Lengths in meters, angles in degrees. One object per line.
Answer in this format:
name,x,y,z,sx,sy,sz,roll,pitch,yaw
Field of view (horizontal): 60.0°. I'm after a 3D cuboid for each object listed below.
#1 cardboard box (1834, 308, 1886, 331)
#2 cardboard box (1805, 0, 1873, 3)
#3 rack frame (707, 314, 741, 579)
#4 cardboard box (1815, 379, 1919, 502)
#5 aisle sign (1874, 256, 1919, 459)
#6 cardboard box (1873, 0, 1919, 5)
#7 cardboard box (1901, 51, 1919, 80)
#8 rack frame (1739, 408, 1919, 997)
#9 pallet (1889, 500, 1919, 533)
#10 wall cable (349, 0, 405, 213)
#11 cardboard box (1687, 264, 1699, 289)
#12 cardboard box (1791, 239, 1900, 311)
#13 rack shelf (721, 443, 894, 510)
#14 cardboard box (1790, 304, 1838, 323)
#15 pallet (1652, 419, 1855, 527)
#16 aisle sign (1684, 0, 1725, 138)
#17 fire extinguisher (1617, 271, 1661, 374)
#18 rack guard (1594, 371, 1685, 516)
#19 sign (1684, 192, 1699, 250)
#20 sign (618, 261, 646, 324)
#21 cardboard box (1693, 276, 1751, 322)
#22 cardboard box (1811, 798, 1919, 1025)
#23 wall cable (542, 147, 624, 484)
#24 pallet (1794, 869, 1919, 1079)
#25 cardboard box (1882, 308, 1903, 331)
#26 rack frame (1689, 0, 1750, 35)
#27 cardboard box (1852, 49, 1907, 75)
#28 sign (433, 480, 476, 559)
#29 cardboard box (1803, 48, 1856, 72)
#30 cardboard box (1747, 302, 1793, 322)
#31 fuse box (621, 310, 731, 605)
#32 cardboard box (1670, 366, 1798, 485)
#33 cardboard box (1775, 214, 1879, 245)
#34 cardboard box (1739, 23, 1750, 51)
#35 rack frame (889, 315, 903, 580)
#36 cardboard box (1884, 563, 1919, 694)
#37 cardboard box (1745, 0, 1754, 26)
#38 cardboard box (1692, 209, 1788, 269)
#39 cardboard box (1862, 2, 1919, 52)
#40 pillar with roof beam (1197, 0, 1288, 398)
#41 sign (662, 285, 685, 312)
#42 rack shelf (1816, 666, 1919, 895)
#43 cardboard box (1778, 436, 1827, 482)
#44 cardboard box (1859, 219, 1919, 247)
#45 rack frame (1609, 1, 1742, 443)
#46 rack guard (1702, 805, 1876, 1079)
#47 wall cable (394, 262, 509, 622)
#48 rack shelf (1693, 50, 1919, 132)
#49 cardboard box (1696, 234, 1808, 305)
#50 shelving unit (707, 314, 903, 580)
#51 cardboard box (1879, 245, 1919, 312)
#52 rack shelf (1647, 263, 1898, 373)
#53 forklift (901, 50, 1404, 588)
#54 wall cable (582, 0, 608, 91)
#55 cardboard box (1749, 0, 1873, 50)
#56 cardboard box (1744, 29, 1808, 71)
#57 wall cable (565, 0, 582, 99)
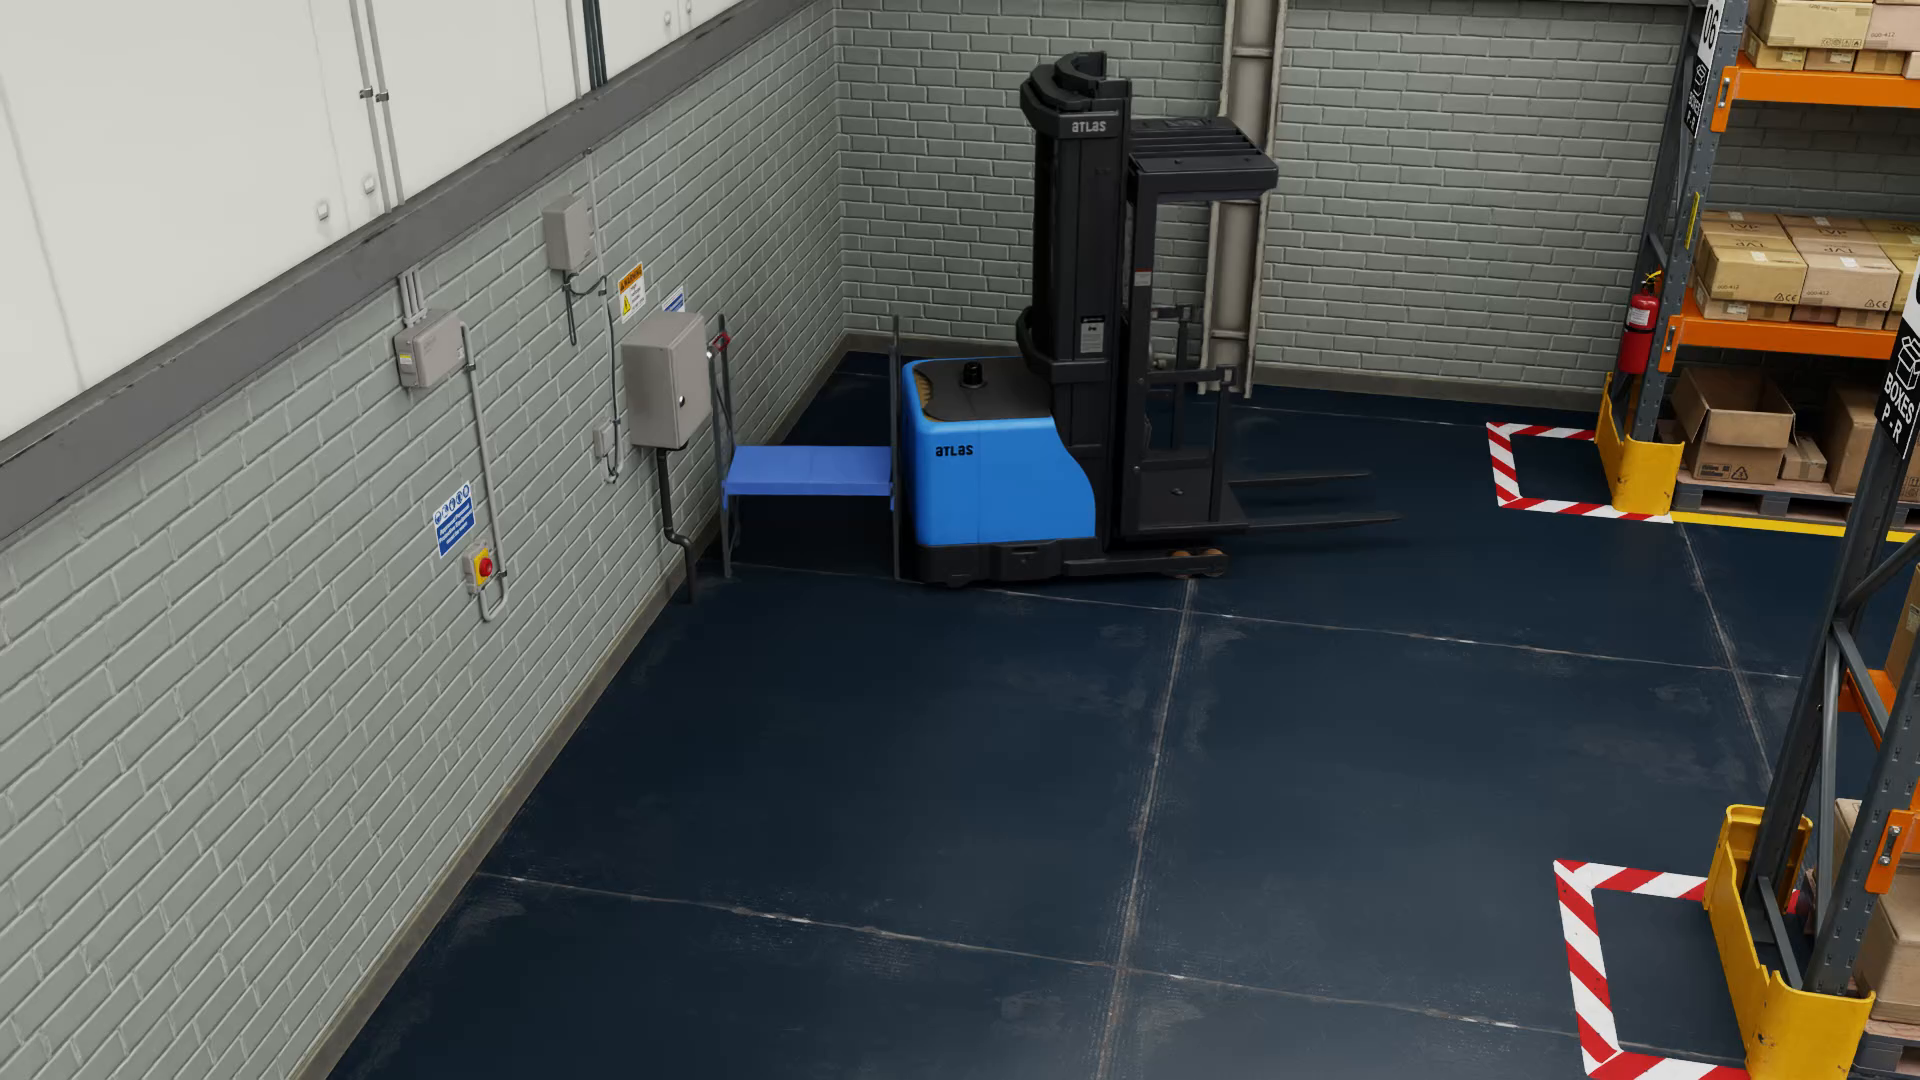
cardboard box,5.464,-1.425,10.153,0.250,0.149,0.380,7,29,12
cardboard box,4.825,-3.202,9.340,0.500,0.250,0.500,6,29,10
rack frame,-1.392,-0.543,9.842,0.032,1.500,0.500,0,29,1
cardboard box,5.849,-0.643,10.628,0.500,0.500,0.700,7,29,13
aisle sign,3.405,-0.726,5.908,0.004,0.787,0.394,6,29,11
cardboard box,5.318,-3.142,9.230,0.500,0.250,0.500,6,29,10
cardboard box,5.438,-2.708,9.373,0.250,0.149,0.380,6,29,12
rack frame,3.410,0.567,6.253,0.127,3.000,1.000,6,29,11
pallet,6.487,-0.331,10.797,1.213,0.211,1.003,6,29,11
wall cable,-2.211,-2.503,5.613,0.029,3.000,0.463,6,29,11
cardboard box,4.823,-1.747,10.742,0.250,0.149,0.380,6,29,10
cardboard box,5.324,-1.607,10.070,0.500,0.250,0.500,6,29,11
rack shelf,-0.883,-0.381,9.921,1.000,0.185,0.538,0,29,1
cardboard box,5.230,-1.479,10.252,0.250,0.149,0.380,5,29,10
pallet,5.297,-0.454,11.023,1.213,0.211,1.003,6,29,11
aisle sign,4.315,-2.774,9.648,0.004,0.787,0.394,6,29,11
fire extinguisher,4.203,-1.365,10.251,0.183,0.674,0.296,6,29,11
rack guard,4.517,-0.661,11.098,0.348,0.500,1.175,6,29,11
sign,4.330,-1.890,9.839,0.005,0.325,0.100,6,29,11
sign,-1.742,-1.317,8.834,0.001,0.242,0.339,6,29,11
cardboard box,4.707,-1.493,10.277,0.250,0.149,0.380,6,29,10
cardboard box,4.077,1.525,6.733,0.875,0.438,0.875,5,29,9
wall cable,-1.824,-1.101,8.241,0.122,1.984,0.588,6,29,11
pallet,4.208,1.833,6.844,1.213,0.211,1.003,6,29,11
cardboard box,5.725,-1.401,10.109,0.250,0.149,0.380,6,29,11
rack frame,4.443,-4.396,9.071,0.127,3.000,1.000,6,29,11
cardboard box,5.215,-2.781,9.507,0.250,0.149,0.380,6,29,11
sign,-2.179,-0.090,7.171,0.001,0.218,0.327,6,29,11
cardboard box,4.968,-2.815,9.569,0.250,0.149,0.380,6,29,11
cardboard box,4.966,-1.489,10.270,0.250,0.149,0.380,7,29,12
fuse box,-1.528,-0.395,9.351,0.414,1.711,0.539,6,29,11
cardboard box,5.021,-0.748,10.817,0.637,0.503,0.797,5,29,9
cardboard box,5.452,-1.856,10.525,0.500,0.250,0.500,6,29,11
cardboard box,4.804,-3.047,9.992,0.250,0.149,0.380,7,29,12
rack frame,-0.375,-0.536,9.829,0.032,1.500,0.500,0,29,1
cardboard box,3.937,0.447,6.368,0.500,0.500,0.500,6,29,11
cardboard box,4.935,-3.228,9.908,0.500,0.250,0.500,5,29,10
cardboard box,4.948,-1.908,10.620,0.500,0.250,0.500,7,29,12
cardboard box,5.321,-2.931,9.365,0.500,0.250,0.500,6,29,12
pillar with roof beam,1.095,-3.068,6.646,0.400,9.000,9.100,6,29,11
sign,-1.627,-1.171,9.526,0.001,0.494,0.329,6,29,11
rack shelf,5.366,1.083,6.060,4.000,0.370,1.077,6,29,11
cardboard box,5.429,-0.532,10.791,0.250,0.149,0.380,5,29,9
cardboard box,5.936,-1.804,10.430,0.500,0.250,0.500,7,29,12
rack frame,4.443,-1.765,10.512,0.127,3.000,1.000,6,29,11
rack guard,3.387,1.661,6.858,0.348,0.500,1.175,6,29,11
wall cable,-2.109,-0.447,7.015,0.123,1.953,0.585,6,29,11
rack shelf,6.399,-2.564,9.598,4.000,0.370,1.077,6,29,11
cardboard box,4.831,-1.657,10.162,0.500,0.250,0.500,6,29,11
shelving unit,-0.883,-0.539,9.835,1.048,1.500,0.538,0,29,1
cardboard box,5.820,-1.558,9.980,0.500,0.250,0.500,5,29,10
rack shelf,6.399,-1.249,10.318,4.000,0.370,1.077,6,29,11
forklift,1.183,-1.301,9.736,3.031,2.935,1.130,-3,29,-6
wall cable,-1.433,-4.177,8.631,0.133,3.039,2.988,6,29,11
cardboard box,4.820,-2.972,9.441,0.500,0.250,0.500,6,29,10
cardboard box,4.706,-2.829,9.594,0.250,0.149,0.380,6,29,12
wall cable,-2.052,-2.856,6.258,0.029,3.000,2.355,6,29,11
